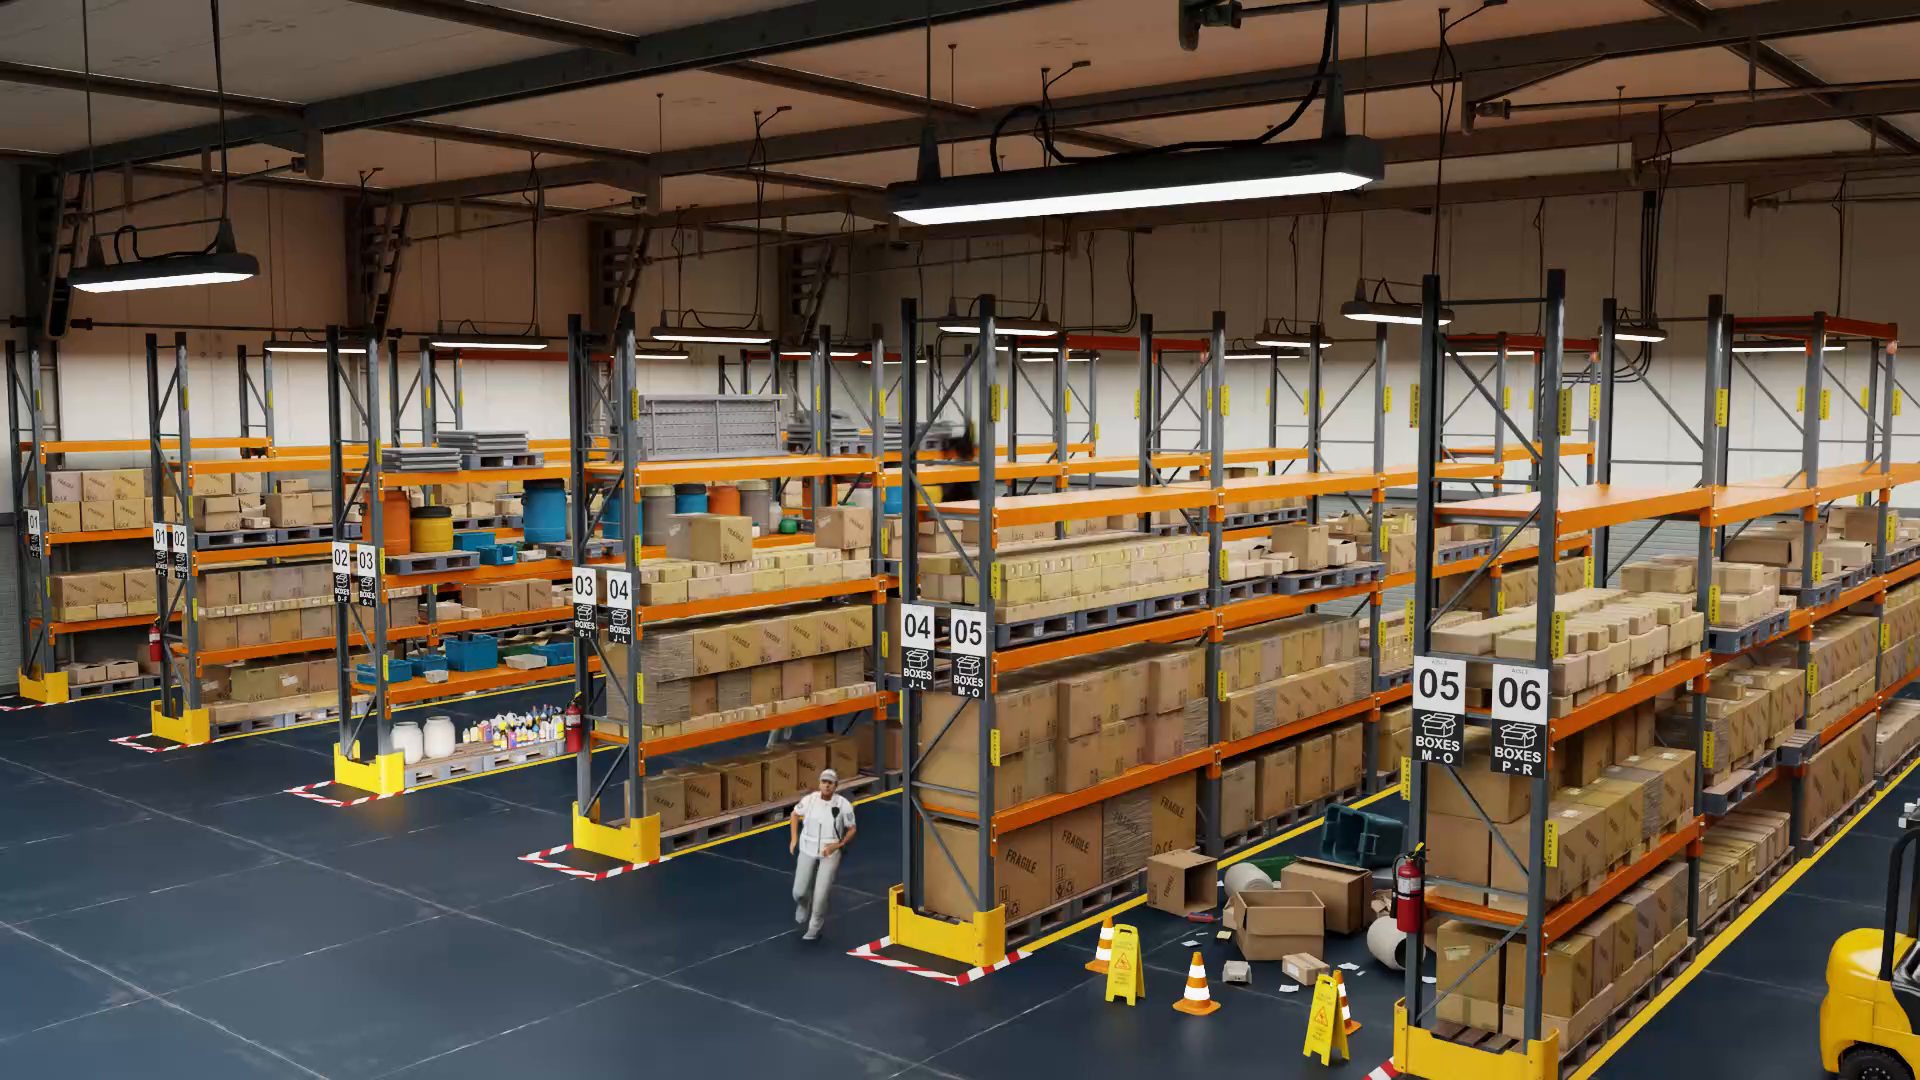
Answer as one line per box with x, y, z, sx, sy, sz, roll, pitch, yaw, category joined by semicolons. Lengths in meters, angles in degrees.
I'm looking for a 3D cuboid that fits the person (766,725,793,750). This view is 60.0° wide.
-2.586;2.200;23.619;0.618;1.657;0.850;3;6;27;person

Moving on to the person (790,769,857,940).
-1.298;2.961;15.697;0.656;1.603;0.521;0;5;4;person
